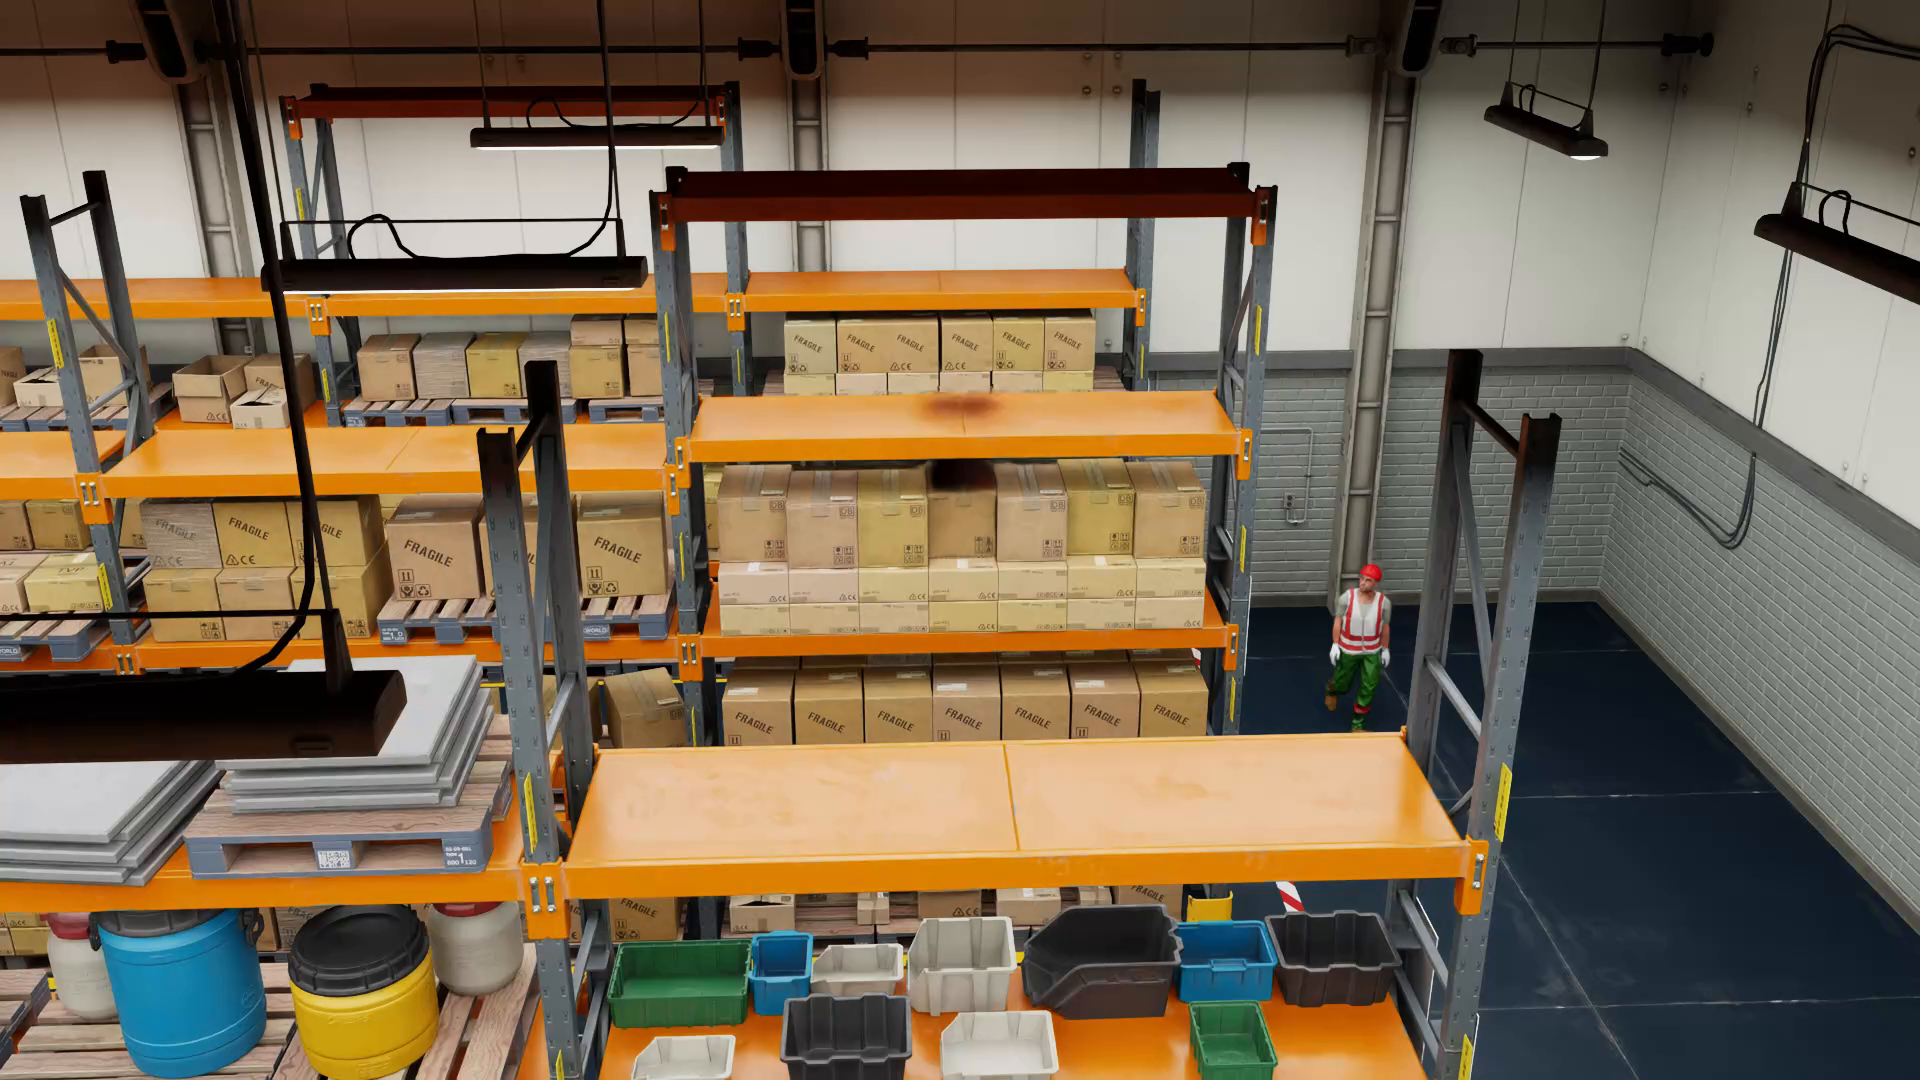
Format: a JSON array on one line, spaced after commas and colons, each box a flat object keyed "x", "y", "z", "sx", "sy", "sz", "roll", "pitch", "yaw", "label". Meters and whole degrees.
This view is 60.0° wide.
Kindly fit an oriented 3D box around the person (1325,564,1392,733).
[{"x": 3.900, "y": 1.044, "z": 16.235, "sx": 0.588, "sy": 1.751, "sz": 0.809, "roll": -1, "pitch": 22, "yaw": -3, "label": "person"}]
